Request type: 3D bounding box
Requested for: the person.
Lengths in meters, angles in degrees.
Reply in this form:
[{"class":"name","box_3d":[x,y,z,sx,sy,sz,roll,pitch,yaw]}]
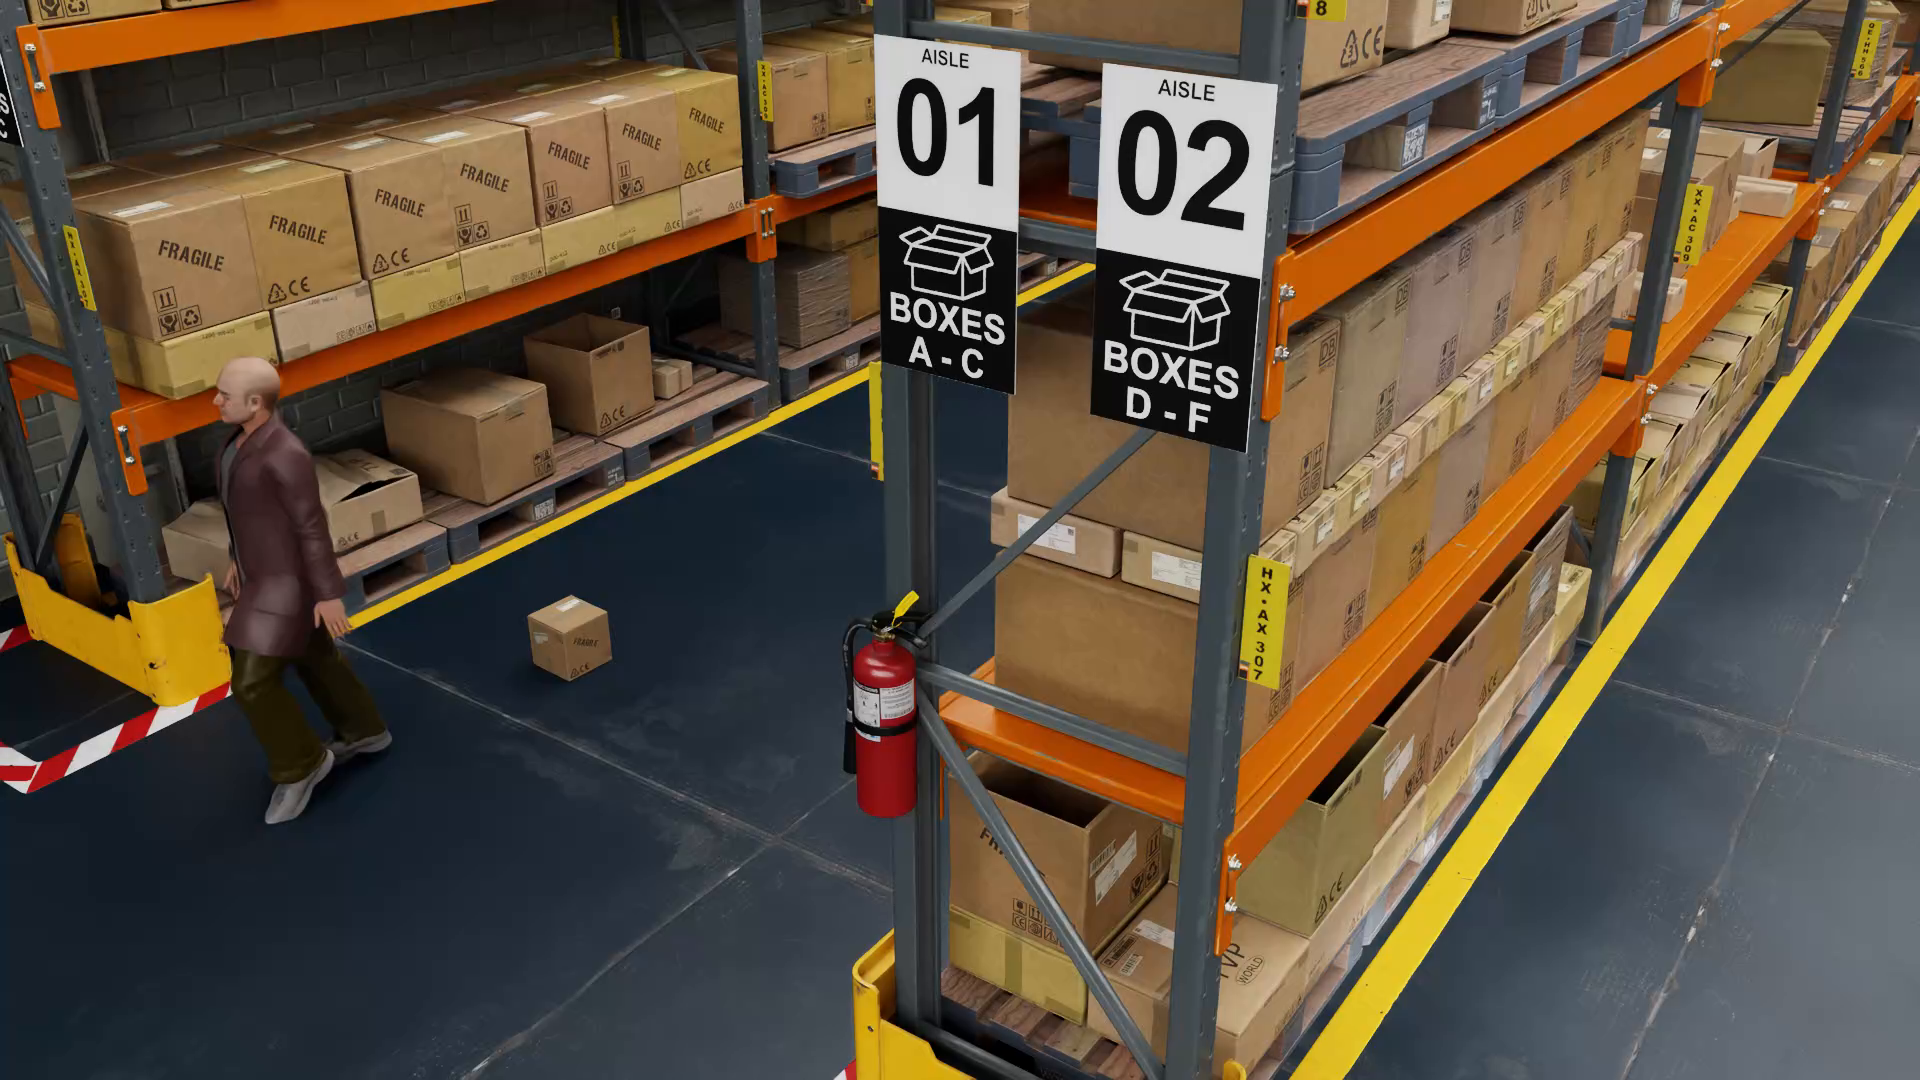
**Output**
[{"class":"person","box_3d":[-2.544,0.179,6.295,0.580,1.842,0.631,-17,31,-31]}]
